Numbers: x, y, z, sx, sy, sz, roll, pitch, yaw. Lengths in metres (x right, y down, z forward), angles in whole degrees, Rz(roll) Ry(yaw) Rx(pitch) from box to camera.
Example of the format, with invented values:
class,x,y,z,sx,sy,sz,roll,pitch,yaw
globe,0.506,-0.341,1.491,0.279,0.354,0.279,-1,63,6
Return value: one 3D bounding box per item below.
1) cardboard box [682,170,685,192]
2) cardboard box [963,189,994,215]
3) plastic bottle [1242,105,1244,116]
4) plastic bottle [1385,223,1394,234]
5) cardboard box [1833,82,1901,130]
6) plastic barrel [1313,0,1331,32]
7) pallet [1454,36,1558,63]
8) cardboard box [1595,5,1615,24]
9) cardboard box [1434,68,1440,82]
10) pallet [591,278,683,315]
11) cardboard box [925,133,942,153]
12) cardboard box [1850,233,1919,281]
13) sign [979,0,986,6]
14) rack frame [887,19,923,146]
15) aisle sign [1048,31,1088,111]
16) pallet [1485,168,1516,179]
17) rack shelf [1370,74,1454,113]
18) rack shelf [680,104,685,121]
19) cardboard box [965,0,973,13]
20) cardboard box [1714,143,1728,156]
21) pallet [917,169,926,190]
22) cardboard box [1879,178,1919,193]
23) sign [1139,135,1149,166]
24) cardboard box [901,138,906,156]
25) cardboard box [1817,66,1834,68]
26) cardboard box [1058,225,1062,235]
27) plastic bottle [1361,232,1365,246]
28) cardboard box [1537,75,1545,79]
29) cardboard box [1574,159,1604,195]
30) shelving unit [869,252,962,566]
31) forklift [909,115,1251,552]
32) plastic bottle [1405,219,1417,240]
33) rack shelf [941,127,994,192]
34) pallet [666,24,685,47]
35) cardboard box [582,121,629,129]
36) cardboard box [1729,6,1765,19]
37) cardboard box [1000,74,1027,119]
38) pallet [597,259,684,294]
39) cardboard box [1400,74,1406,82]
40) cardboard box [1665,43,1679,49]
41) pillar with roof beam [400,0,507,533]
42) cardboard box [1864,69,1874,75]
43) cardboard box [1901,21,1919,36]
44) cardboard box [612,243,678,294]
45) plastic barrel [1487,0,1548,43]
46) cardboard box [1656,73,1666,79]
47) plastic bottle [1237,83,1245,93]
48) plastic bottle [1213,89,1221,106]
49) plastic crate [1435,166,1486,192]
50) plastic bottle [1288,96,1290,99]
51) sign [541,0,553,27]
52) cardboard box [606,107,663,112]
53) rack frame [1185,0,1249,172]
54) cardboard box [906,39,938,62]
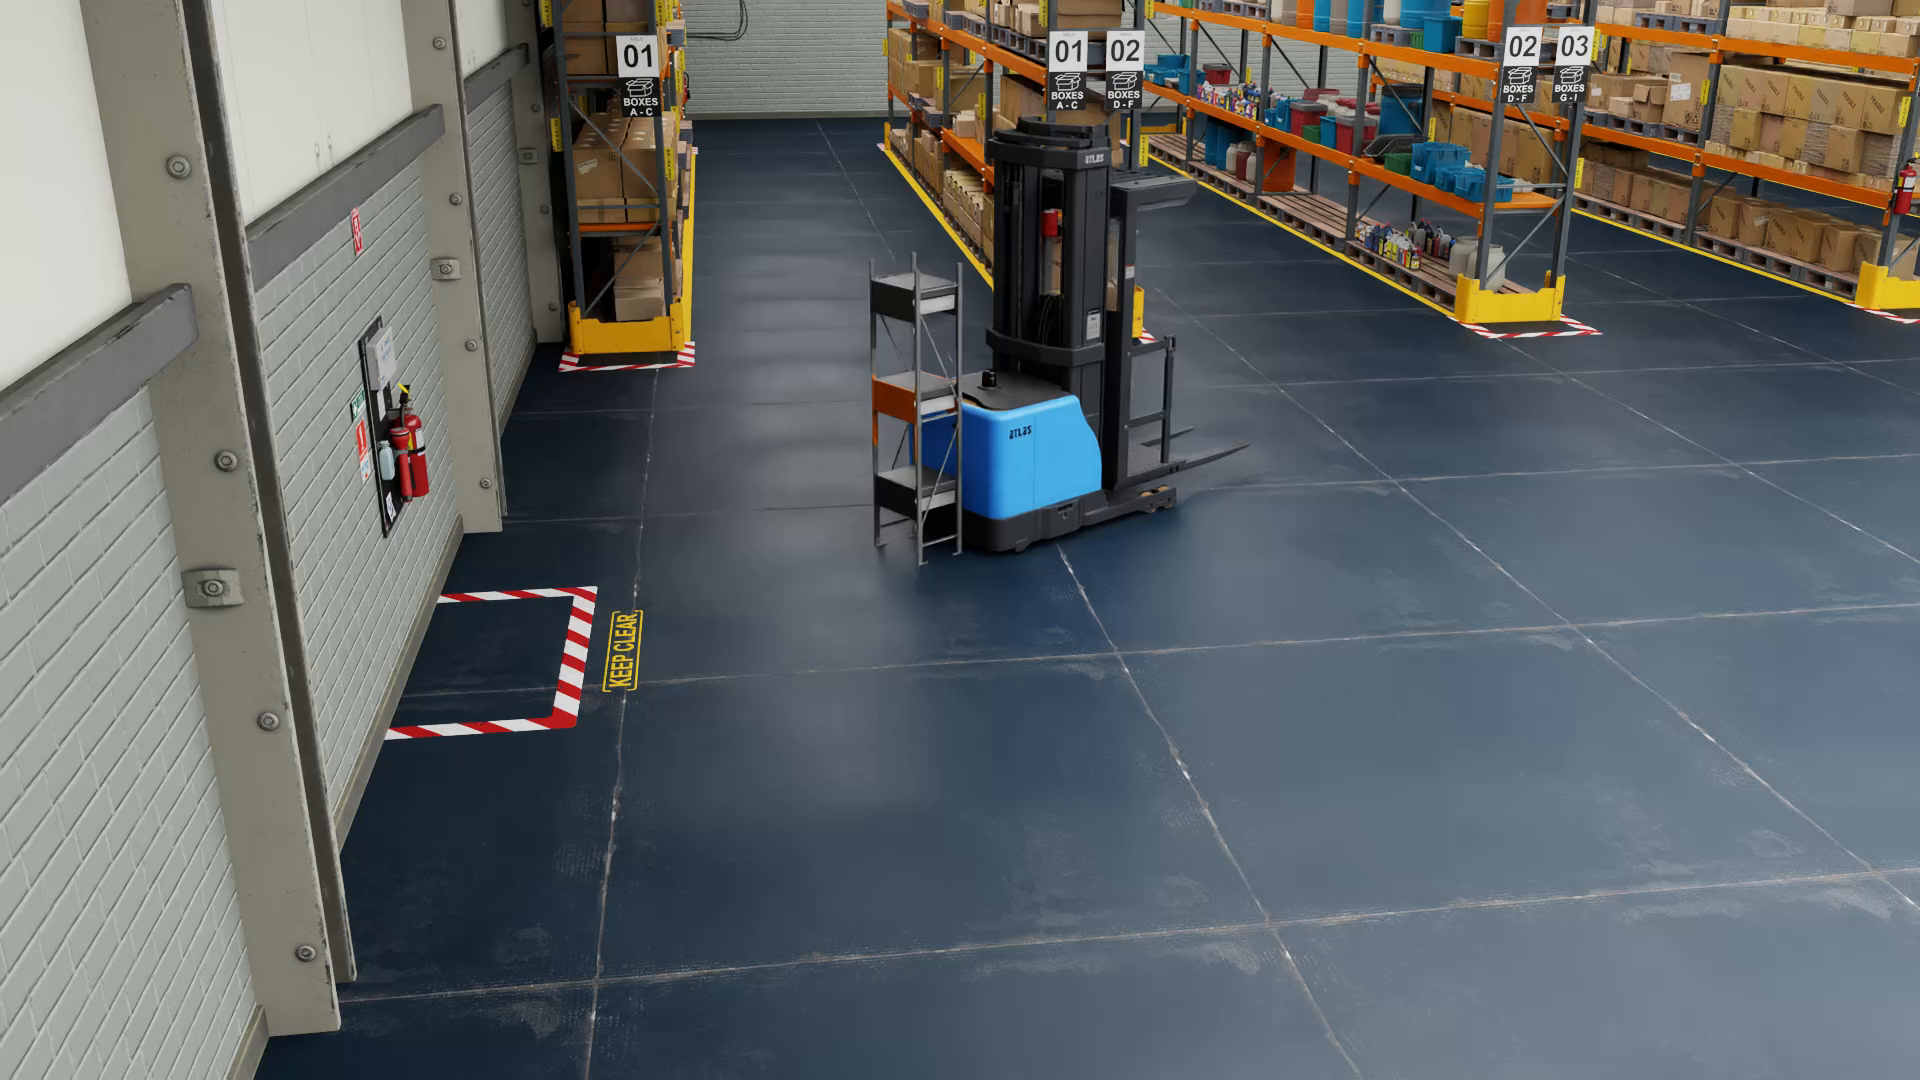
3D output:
class,x,y,z,sx,sy,sz,roll,pitch,yaw
cardboard box,-4.755,-5.934,26.288,0.750,0.750,0.750,-3,21,-8
cardboard box,0.326,-4.695,23.028,0.500,0.311,0.500,-3,21,-8
plastic bottle,4.590,-6.926,26.757,0.097,0.201,0.097,0,20,0
plastic bottle,5.570,-3.966,21.704,0.144,0.351,0.185,-3,21,-8
cardboard box,10.798,-5.164,19.758,0.500,0.500,0.500,-3,21,-8
plastic barrel,5.245,-7.552,23.145,0.600,0.901,0.708,-3,21,-8
pallet,6.276,-5.517,18.683,1.003,0.211,1.213,-3,21,-8
cardboard box,9.935,-7.910,25.035,0.500,0.250,0.500,-2,21,-6
cardboard box,9.069,-8.701,31.015,0.500,0.250,0.500,-2,21,-6
pallet,-3.771,-2.834,19.501,1.003,0.211,1.213,-3,21,-8
cardboard box,-0.288,-6.502,27.209,0.500,0.250,0.500,-3,21,-9
cardboard box,11.126,-3.401,20.008,0.500,0.500,0.500,1,20,2
sign,0.284,-6.809,20.685,0.100,0.325,0.005,-3,21,-8
rack frame,-0.911,-9.200,32.561,1.000,3.000,0.127,-3,21,-8
aisle sign,1.115,-4.841,17.174,0.394,0.787,0.004,-3,21,-8
pallet,9.834,-6.320,28.837,1.003,0.211,1.213,-3,21,-8
rack shelf,9.181,-8.669,32.167,1.077,0.370,4.000,-3,21,-8
rack shelf,-4.947,-6.534,26.453,1.077,0.370,4.000,-3,21,-8
cardboard box,0.364,-7.808,24.160,0.500,0.250,0.500,-4,21,-12
cardboard box,10.379,-5.249,22.342,0.380,0.149,0.250,-3,21,-8
pallet,-0.179,-6.229,28.592,1.003,0.211,1.213,-3,21,-8
cardboard box,10.954,-4.129,19.344,0.380,0.149,0.250,-3,21,-8
sign,1.946,-4.129,17.633,0.100,0.325,0.005,-3,21,-8
cardboard box,-0.805,-7.204,30.432,0.500,0.311,0.500,-3,21,-8
cardboard box,14.373,-7.826,27.790,0.380,0.149,0.250,-2,21,-6
cardboard box,1.380,-3.463,19.458,0.500,0.500,0.500,-3,21,-8
plastic bottle,5.363,-3.986,21.972,0.097,0.201,0.097,0,20,0
cardboard box,9.865,-7.925,27.571,0.797,0.503,0.637,-2,21,-6
cardboard box,10.162,-5.733,26.221,0.700,0.500,0.500,-4,21,-11
shelving unit,-0.304,-0.910,11.651,0.431,2.100,0.503,-17,26,-38
forklift,1.047,-1.697,12.570,3.031,2.935,1.130,-17,27,-38
plastic bottle,5.957,-4.043,21.912,0.144,0.351,0.185,-3,21,-8
rack shelf,0.531,-5.401,23.417,1.077,0.370,4.000,-3,21,-8
pallet,-4.066,-6.330,20.859,1.213,0.211,1.003,-3,21,-8
cardboard box,-4.084,-4.559,19.250,0.500,0.500,0.500,-2,21,-6
cardboard box,10.365,-6.937,21.860,0.380,0.149,0.250,-4,21,-9
cardboard box,0.889,-5.546,20.782,0.700,0.500,0.500,-3,21,-7
pallet,-3.950,-3.257,20.635,1.003,0.211,1.213,-3,21,-8
cardboard box,8.805,-8.996,32.374,0.380,0.149,0.250,-3,21,-8
cardboard box,13.917,-9.689,31.873,0.500,0.500,0.500,-2,21,-6
pillar with roof beam,0.663,-4.558,11.558,9.100,9.000,0.400,-3,21,-8
cardboard box,15.093,-7.673,27.381,0.380,0.149,0.250,-3,21,-8
cardboard box,10.850,-5.761,18.710,0.380,0.149,0.250,-3,21,-8
cardboard box,-3.655,-3.142,19.286,0.700,0.500,0.500,-4,21,-11
plastic barrel,6.102,-5.874,18.154,0.600,0.830,0.708,-3,21,-8
cardboard box,13.823,-9.036,32.480,0.380,0.149,0.250,-3,21,-7
plastic bottle,4.945,-7.885,29.219,0.152,0.276,0.135,-3,21,-8
plastic bottle,4.391,-7.505,28.201,0.152,0.276,0.135,-3,21,-8
plastic crate,5.842,-4.222,19.447,0.499,0.251,0.408,-3,21,-8
plastic bottle,5.328,-7.079,27.049,0.061,0.283,0.133,-3,21,-8
sign,-4.058,-5.208,16.321,0.100,0.325,0.005,-3,21,-8
cardboard box,-4.122,-5.225,21.147,0.700,0.500,0.500,-3,21,-8
rack frame,4.568,-8.064,29.519,1.000,3.000,0.127,-3,21,-8
cardboard box,-0.663,-8.492,29.095,0.500,0.500,0.500,-3,21,-7
